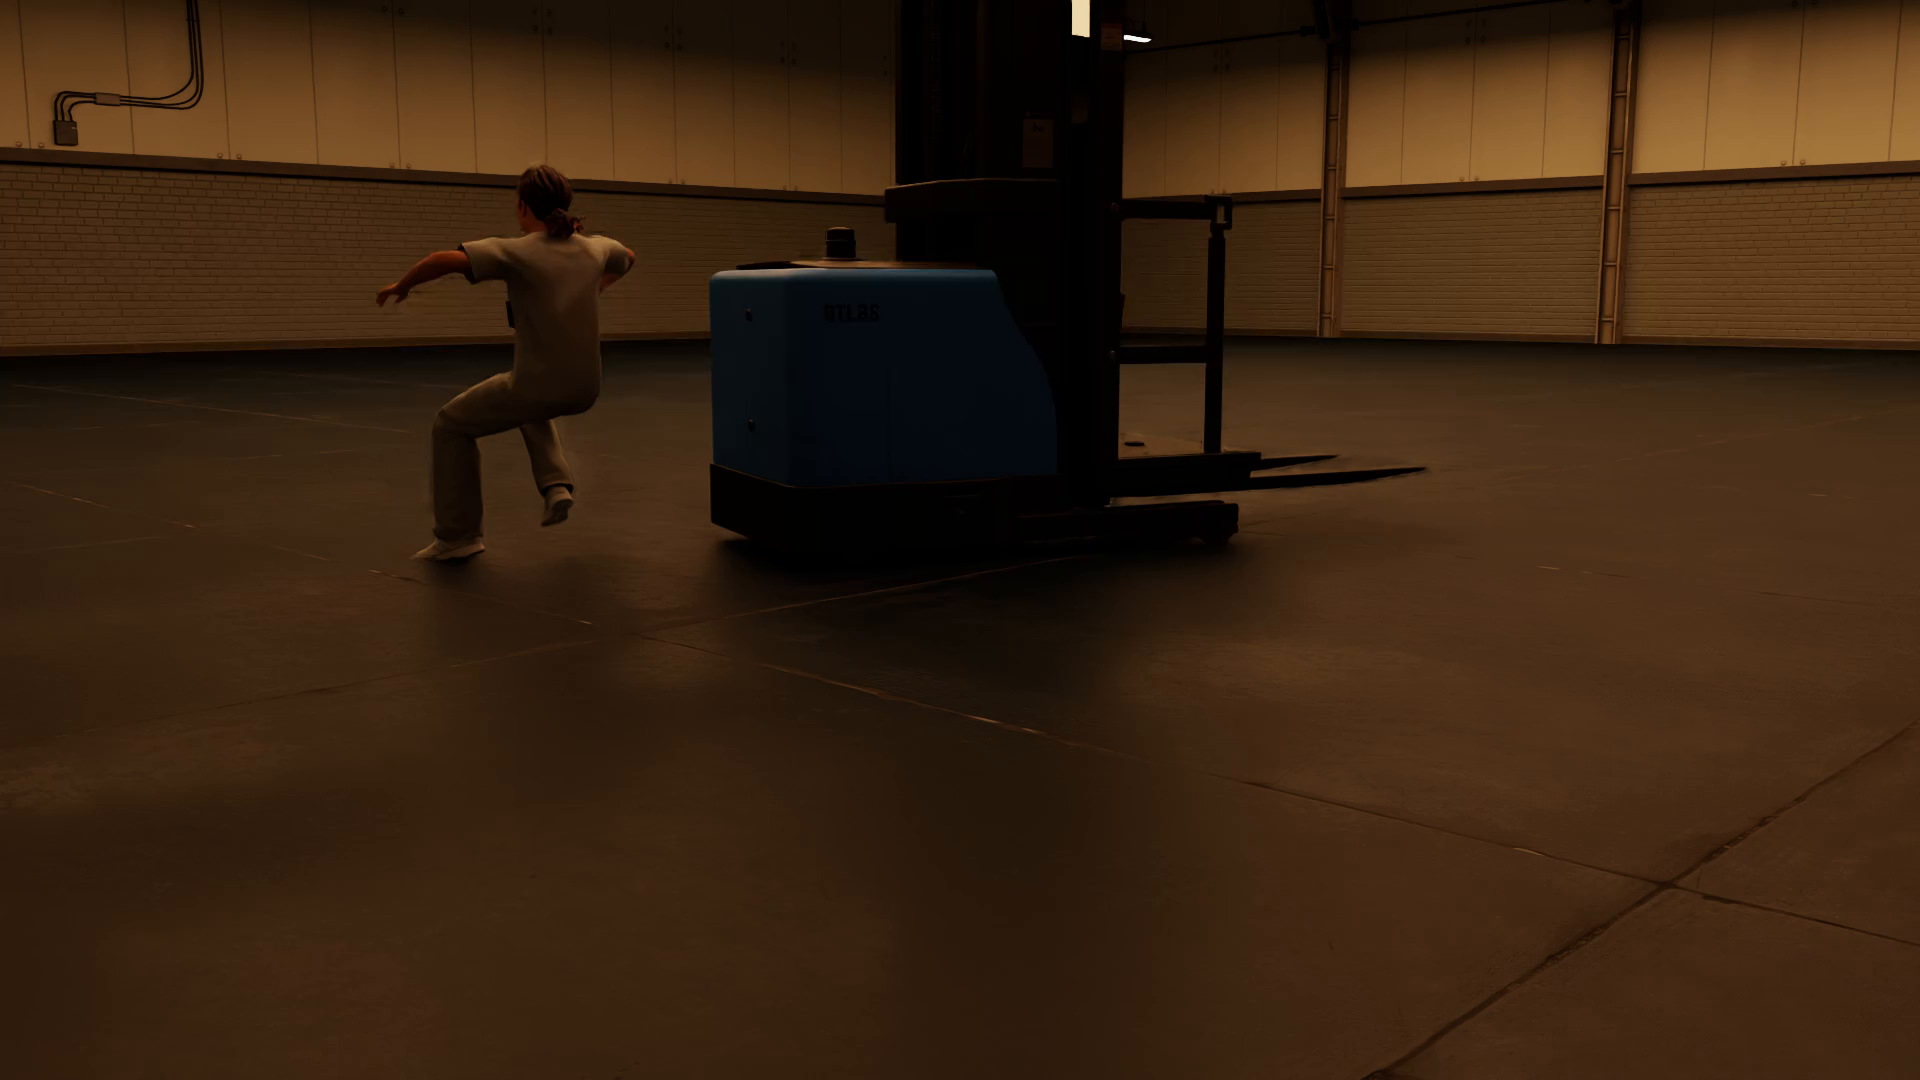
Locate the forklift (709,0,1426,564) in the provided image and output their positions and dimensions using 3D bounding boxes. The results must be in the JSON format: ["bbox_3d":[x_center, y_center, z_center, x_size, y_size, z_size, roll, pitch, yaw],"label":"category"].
[{"bbox_3d":[0.547,-1.490,6.767,3.031,2.935,1.130,-4,10,-26],"label":"forklift"}]

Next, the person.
[{"bbox_3d":[-1.648,-0.624,6.175,0.756,1.479,0.915,7,11,40],"label":"person"}]
